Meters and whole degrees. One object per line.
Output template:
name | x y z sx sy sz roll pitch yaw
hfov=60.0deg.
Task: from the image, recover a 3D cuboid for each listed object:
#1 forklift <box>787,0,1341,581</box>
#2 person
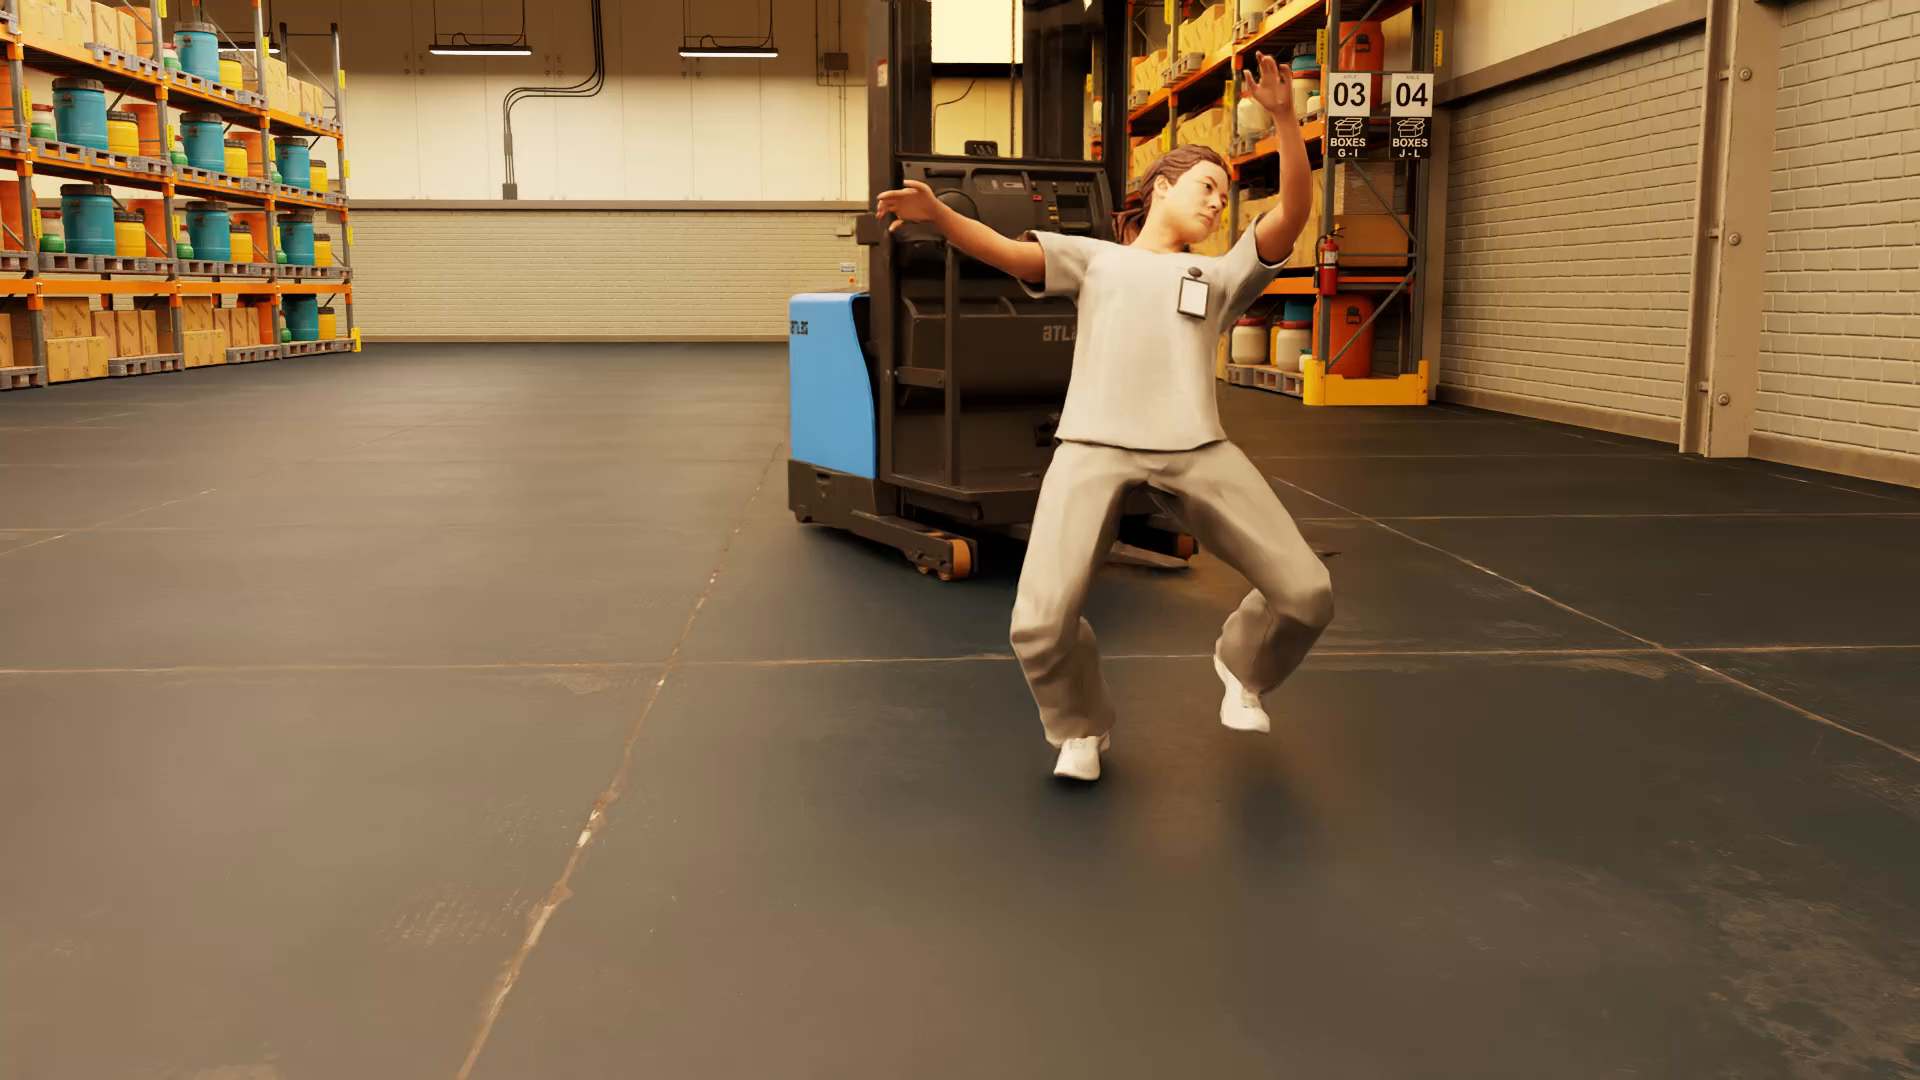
forklift | 0.298 -1.366 6.529 1.130 2.935 3.031 -4 9 -26
person | 0.294 -0.240 3.640 0.980 1.533 0.654 -1 9 -7
